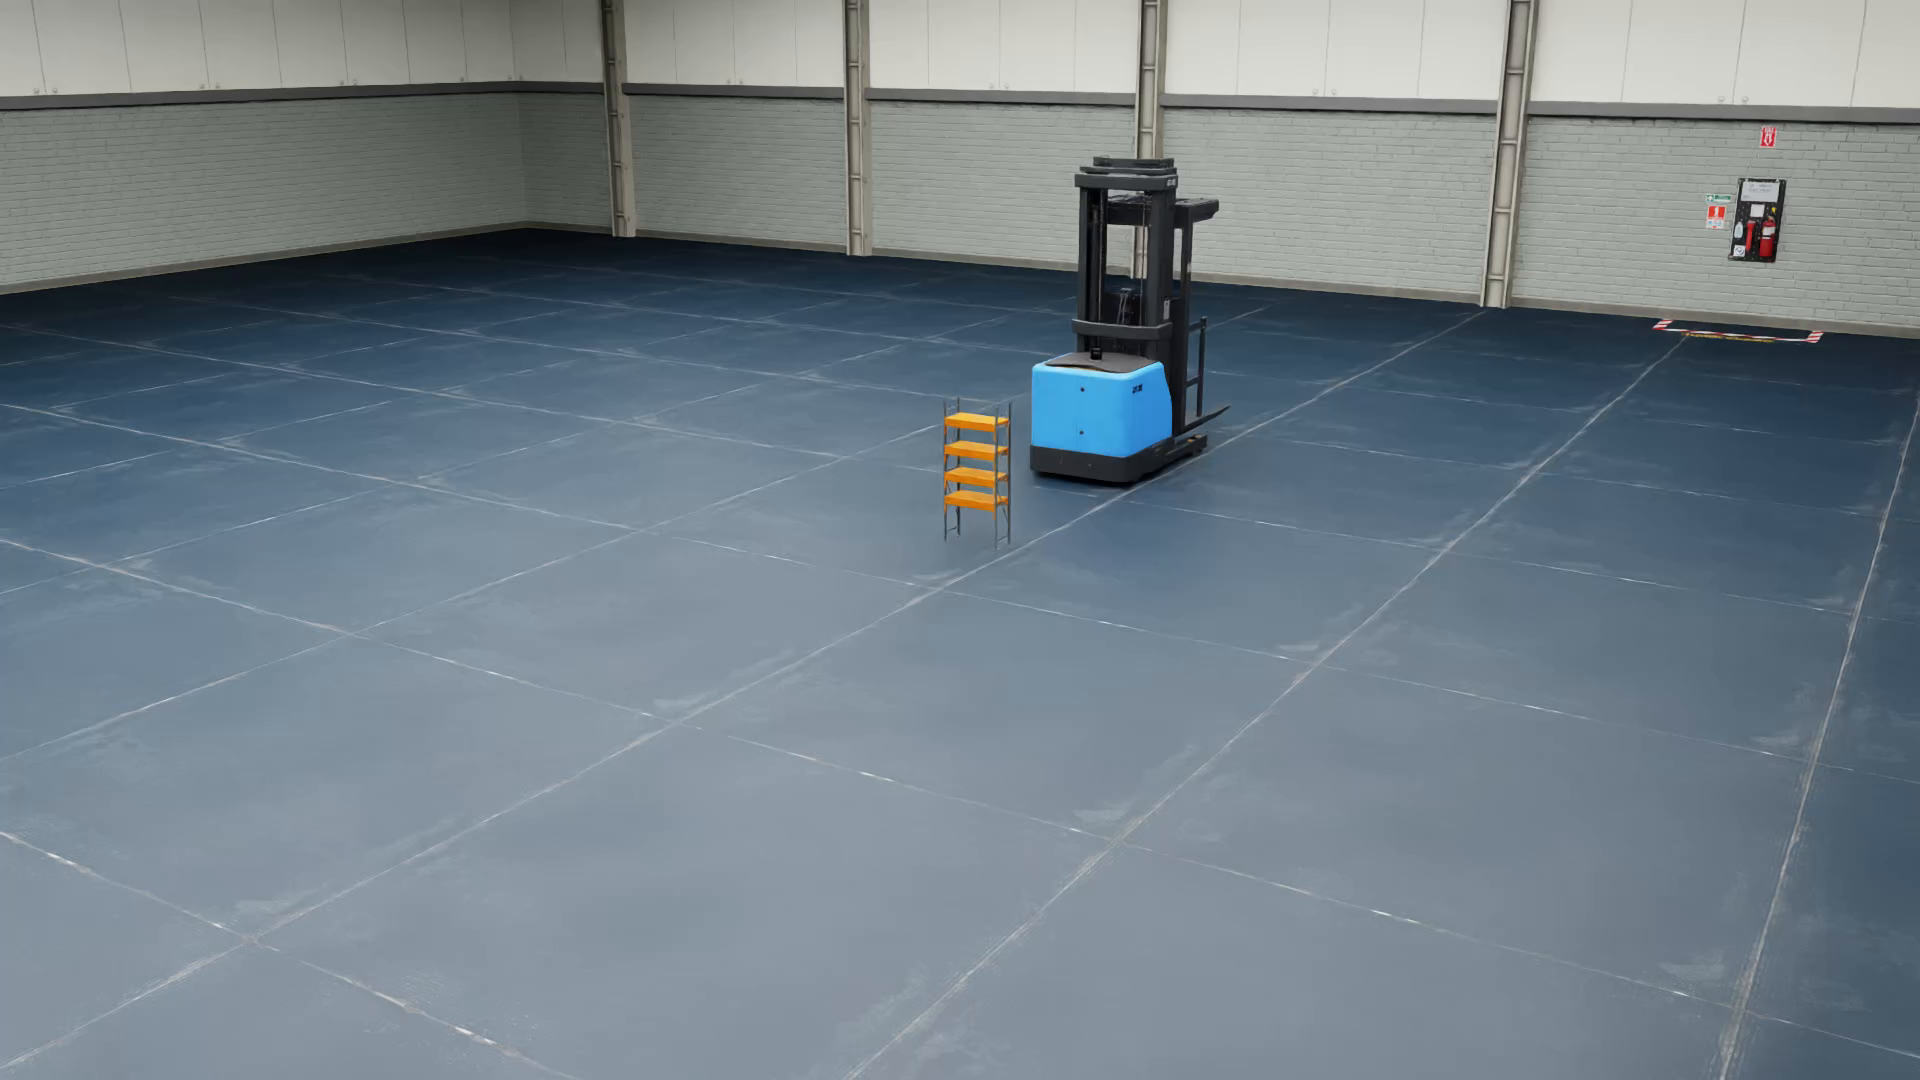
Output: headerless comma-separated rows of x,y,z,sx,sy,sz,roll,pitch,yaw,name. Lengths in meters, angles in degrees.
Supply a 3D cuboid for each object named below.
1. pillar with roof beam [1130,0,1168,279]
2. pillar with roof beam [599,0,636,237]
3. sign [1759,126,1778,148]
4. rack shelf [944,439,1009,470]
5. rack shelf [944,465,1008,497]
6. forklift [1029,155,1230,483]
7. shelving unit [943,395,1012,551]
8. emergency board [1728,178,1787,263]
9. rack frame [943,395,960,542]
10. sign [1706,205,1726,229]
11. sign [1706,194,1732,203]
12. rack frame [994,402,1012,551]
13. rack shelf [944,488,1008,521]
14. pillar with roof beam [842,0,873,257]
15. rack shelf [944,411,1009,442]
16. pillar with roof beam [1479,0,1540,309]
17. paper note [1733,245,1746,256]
0.944,-7.783,24.022,0.400,9.000,9.100,10,20,30,pillar with roof beam
-9.281,-9.609,30.031,0.400,9.000,9.100,10,20,30,pillar with roof beam
11.382,-5.674,23.412,0.199,0.298,0.001,10,20,30,sign
0.141,-0.699,13.578,0.480,0.148,0.258,10,20,30,rack shelf
0.141,-0.485,13.643,0.480,0.148,0.258,10,20,30,rack shelf
1.848,-2.311,16.446,1.130,2.935,3.031,10,19,29,forklift
0.141,-0.549,13.624,0.503,1.200,0.258,10,20,30,shelving unit
11.337,-4.539,23.664,0.643,1.169,0.194,10,20,30,emergency board
-0.067,-0.586,13.746,0.015,1.200,0.240,10,20,30,rack frame
10.920,-4.666,24.020,0.234,0.329,0.001,10,20,30,sign
10.919,-4.917,23.933,0.331,0.109,0.001,10,20,30,sign
0.349,-0.512,13.502,0.015,1.200,0.240,10,20,30,rack frame
0.141,-0.295,13.701,0.480,0.148,0.258,10,20,30,rack shelf
-4.168,-8.696,27.027,0.400,9.000,9.100,10,20,30,pillar with roof beam
0.141,-0.925,13.510,0.480,0.148,0.258,10,20,30,rack shelf
6.057,-6.871,21.018,0.400,9.000,9.100,10,20,30,pillar with roof beam
11.222,-4.162,23.937,0.142,0.148,0.016,10,20,30,paper note
